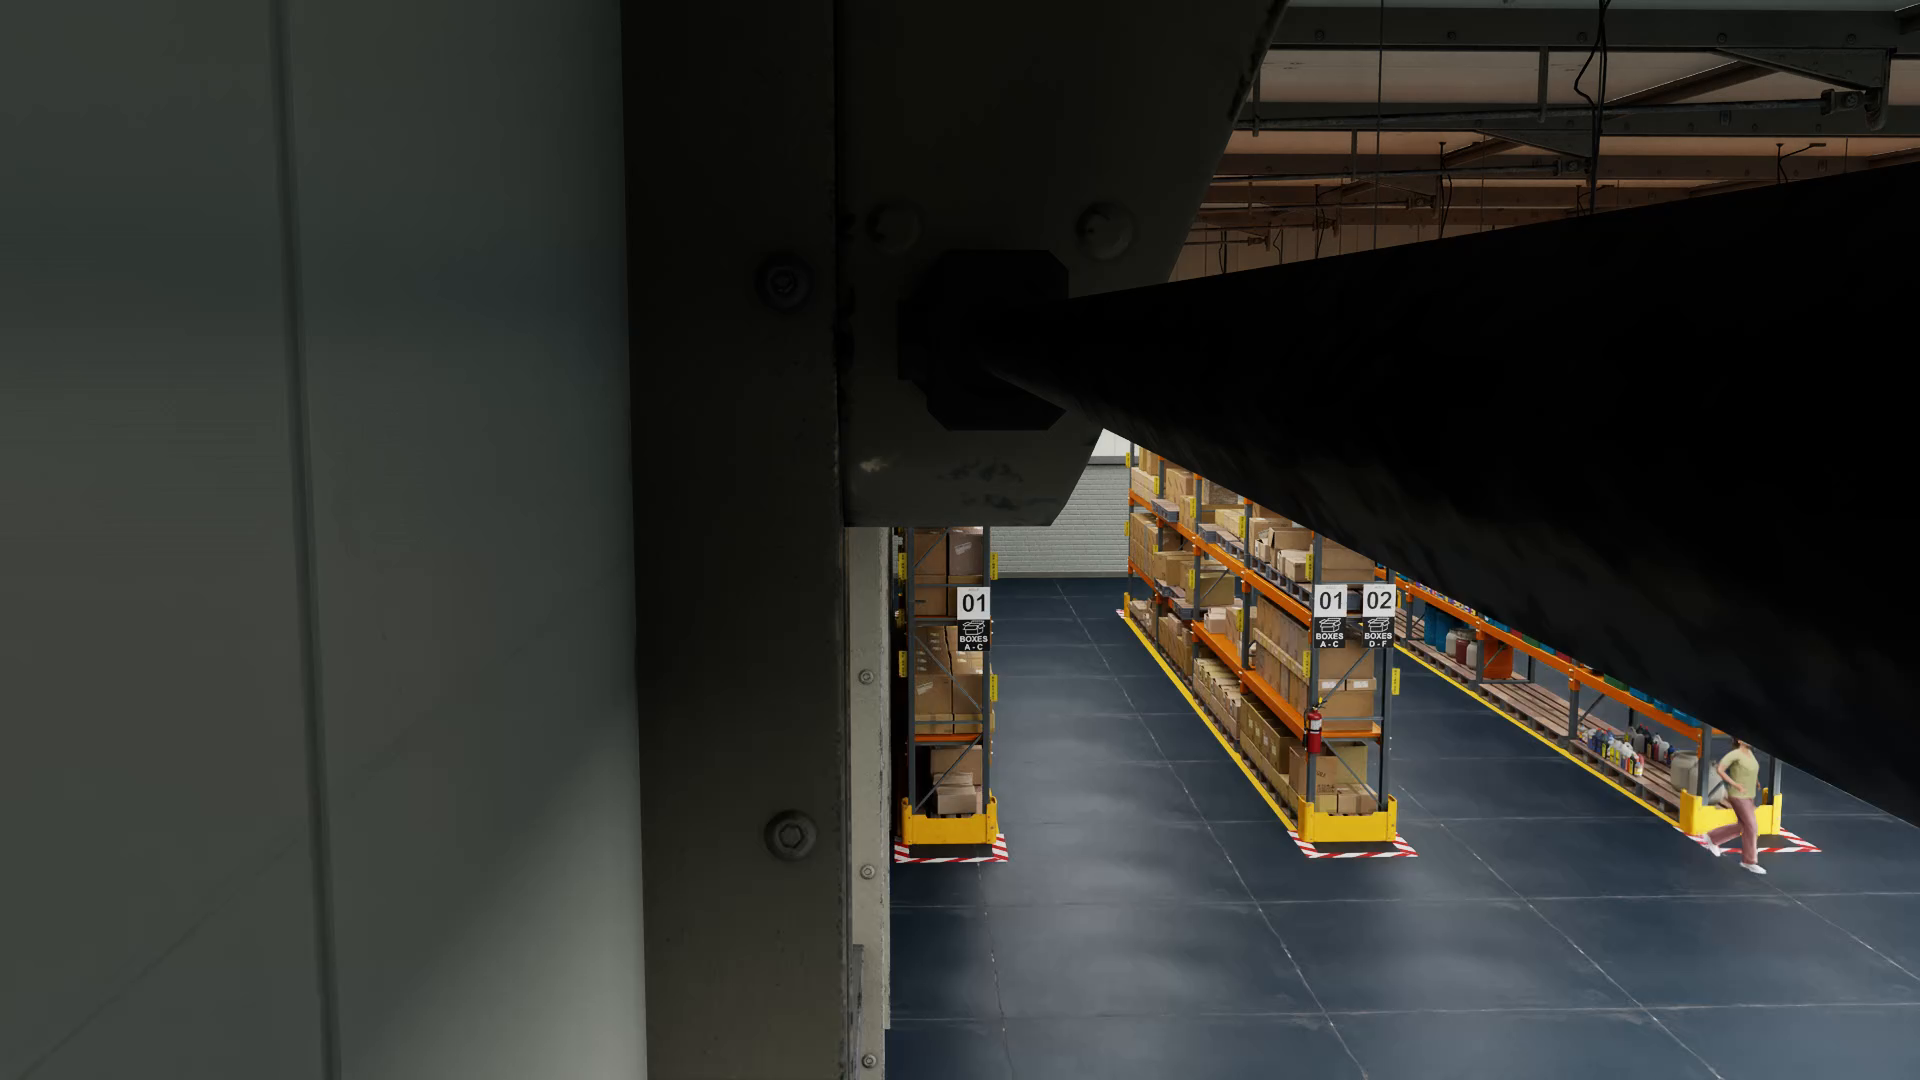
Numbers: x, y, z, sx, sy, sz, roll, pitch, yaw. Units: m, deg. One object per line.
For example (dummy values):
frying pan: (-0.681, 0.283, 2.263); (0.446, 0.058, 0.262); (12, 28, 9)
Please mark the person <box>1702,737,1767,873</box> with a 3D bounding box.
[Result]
person: (9.162, 3.039, 19.570); (0.627, 1.666, 0.771); (-5, 9, -36)
